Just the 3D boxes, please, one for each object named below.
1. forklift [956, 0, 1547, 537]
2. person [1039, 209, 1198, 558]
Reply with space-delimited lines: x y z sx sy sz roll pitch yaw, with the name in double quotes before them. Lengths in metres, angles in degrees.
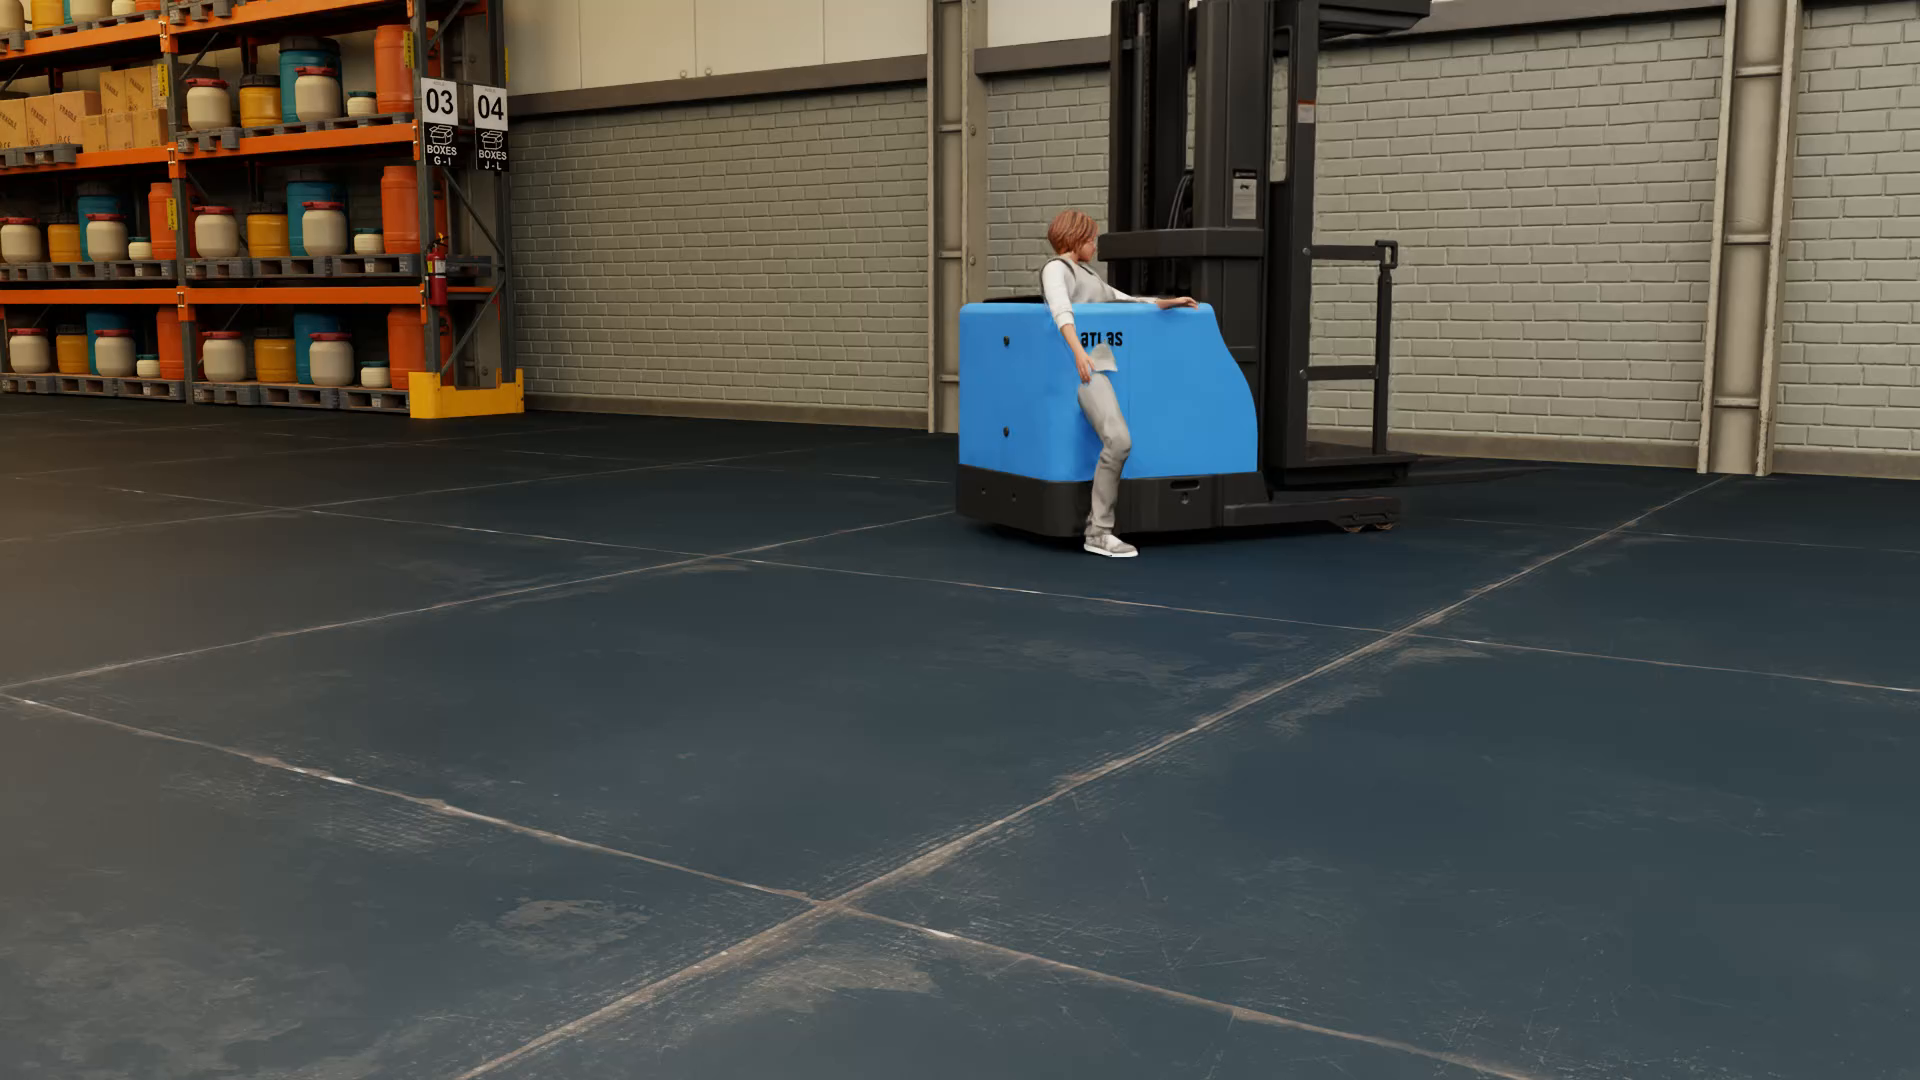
"forklift" 1.535 -1.547 8.070 3.031 2.935 1.130 -4 9 -26
"person" 0.629 -0.693 7.234 0.795 1.488 0.767 2 8 16
